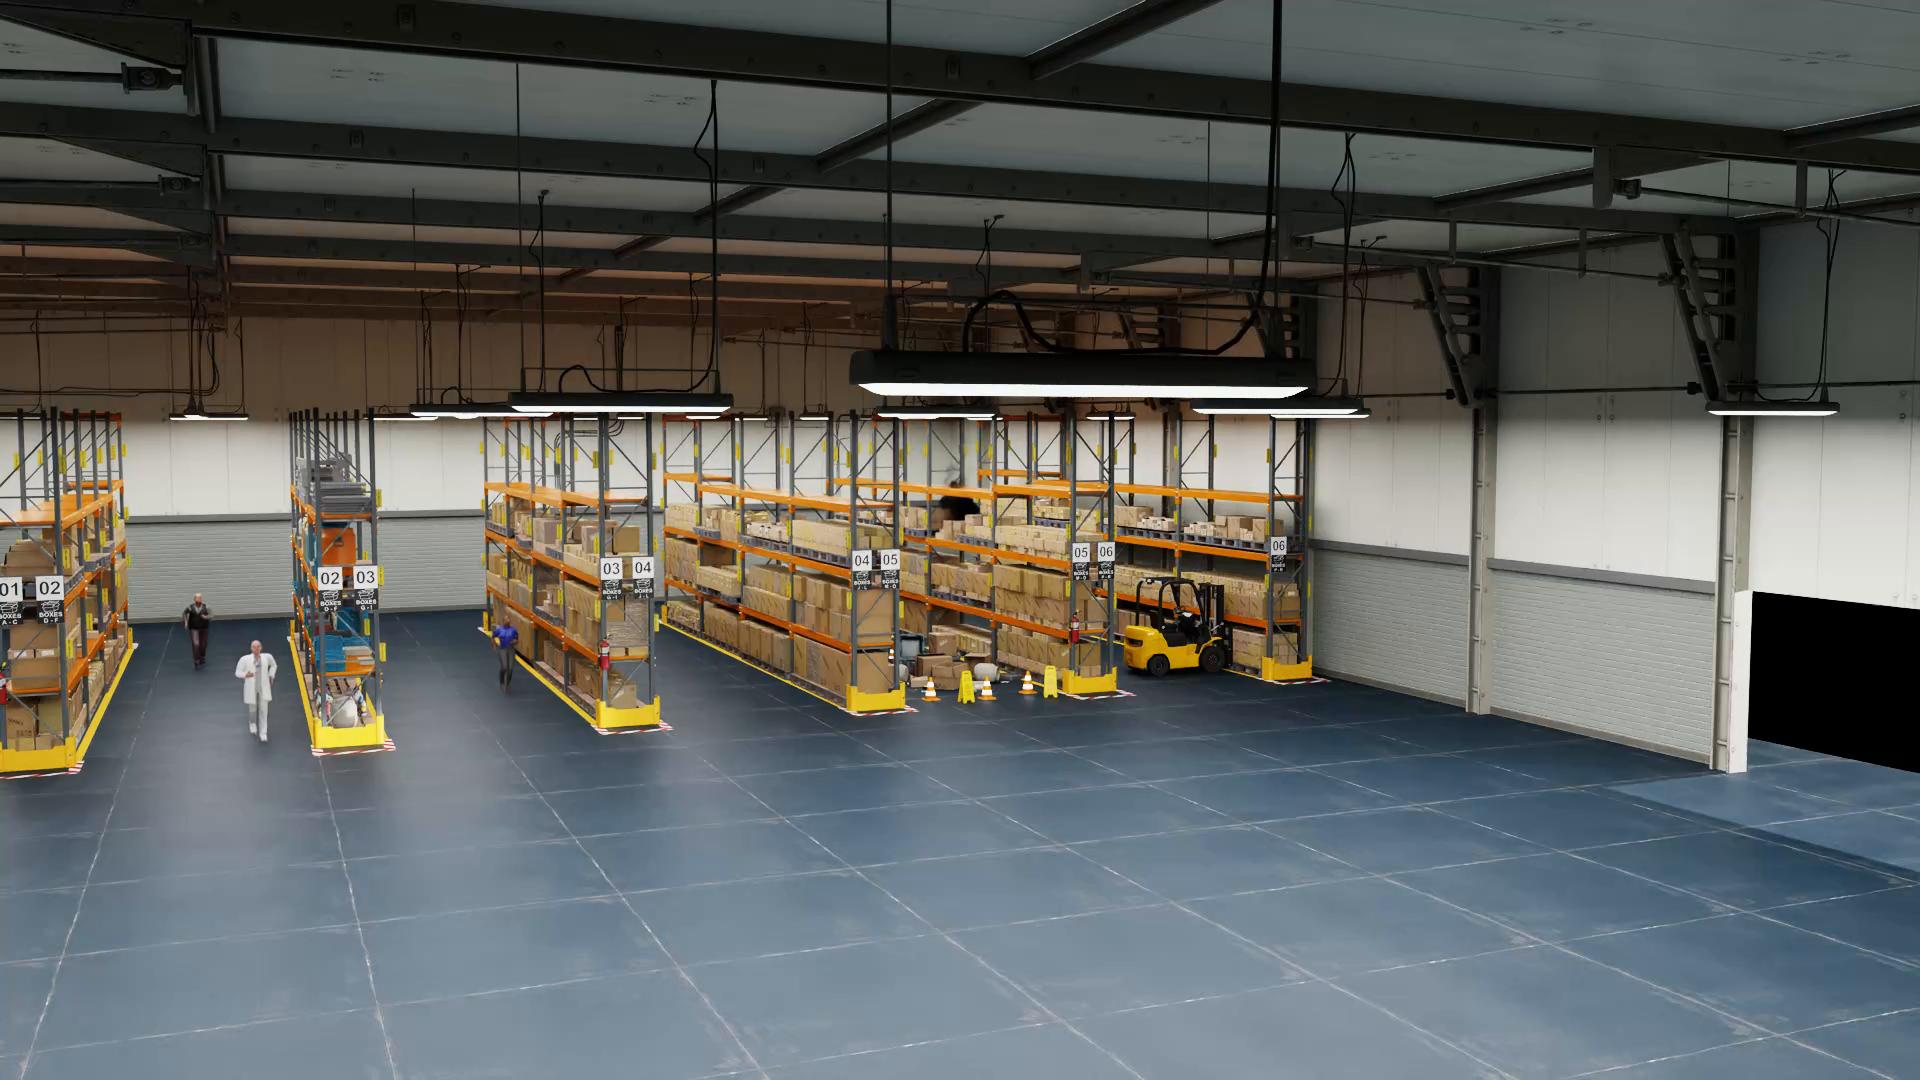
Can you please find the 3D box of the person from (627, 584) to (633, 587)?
[{"bbox_3d":[-9.532,1.465,47.982,0.716,1.752,0.987,2,5,30],"label":"person"}]

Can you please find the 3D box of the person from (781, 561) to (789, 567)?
[{"bbox_3d":[-5.336,1.323,50.757,0.735,1.753,0.540,-1,4,-19],"label":"person"}]

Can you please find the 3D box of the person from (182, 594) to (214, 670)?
[{"bbox_3d":[-17.793,2.118,38.874,0.645,1.734,0.928,-2,5,-31],"label":"person"}]

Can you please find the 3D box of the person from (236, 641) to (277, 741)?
[{"bbox_3d":[-12.710,2.696,30.084,0.712,1.753,1.043,-2,5,-27],"label":"person"}]

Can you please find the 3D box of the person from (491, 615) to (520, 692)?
[{"bbox_3d":[-9.660,2.423,35.432,0.555,1.634,0.660,-2,4,-27],"label":"person"}]
